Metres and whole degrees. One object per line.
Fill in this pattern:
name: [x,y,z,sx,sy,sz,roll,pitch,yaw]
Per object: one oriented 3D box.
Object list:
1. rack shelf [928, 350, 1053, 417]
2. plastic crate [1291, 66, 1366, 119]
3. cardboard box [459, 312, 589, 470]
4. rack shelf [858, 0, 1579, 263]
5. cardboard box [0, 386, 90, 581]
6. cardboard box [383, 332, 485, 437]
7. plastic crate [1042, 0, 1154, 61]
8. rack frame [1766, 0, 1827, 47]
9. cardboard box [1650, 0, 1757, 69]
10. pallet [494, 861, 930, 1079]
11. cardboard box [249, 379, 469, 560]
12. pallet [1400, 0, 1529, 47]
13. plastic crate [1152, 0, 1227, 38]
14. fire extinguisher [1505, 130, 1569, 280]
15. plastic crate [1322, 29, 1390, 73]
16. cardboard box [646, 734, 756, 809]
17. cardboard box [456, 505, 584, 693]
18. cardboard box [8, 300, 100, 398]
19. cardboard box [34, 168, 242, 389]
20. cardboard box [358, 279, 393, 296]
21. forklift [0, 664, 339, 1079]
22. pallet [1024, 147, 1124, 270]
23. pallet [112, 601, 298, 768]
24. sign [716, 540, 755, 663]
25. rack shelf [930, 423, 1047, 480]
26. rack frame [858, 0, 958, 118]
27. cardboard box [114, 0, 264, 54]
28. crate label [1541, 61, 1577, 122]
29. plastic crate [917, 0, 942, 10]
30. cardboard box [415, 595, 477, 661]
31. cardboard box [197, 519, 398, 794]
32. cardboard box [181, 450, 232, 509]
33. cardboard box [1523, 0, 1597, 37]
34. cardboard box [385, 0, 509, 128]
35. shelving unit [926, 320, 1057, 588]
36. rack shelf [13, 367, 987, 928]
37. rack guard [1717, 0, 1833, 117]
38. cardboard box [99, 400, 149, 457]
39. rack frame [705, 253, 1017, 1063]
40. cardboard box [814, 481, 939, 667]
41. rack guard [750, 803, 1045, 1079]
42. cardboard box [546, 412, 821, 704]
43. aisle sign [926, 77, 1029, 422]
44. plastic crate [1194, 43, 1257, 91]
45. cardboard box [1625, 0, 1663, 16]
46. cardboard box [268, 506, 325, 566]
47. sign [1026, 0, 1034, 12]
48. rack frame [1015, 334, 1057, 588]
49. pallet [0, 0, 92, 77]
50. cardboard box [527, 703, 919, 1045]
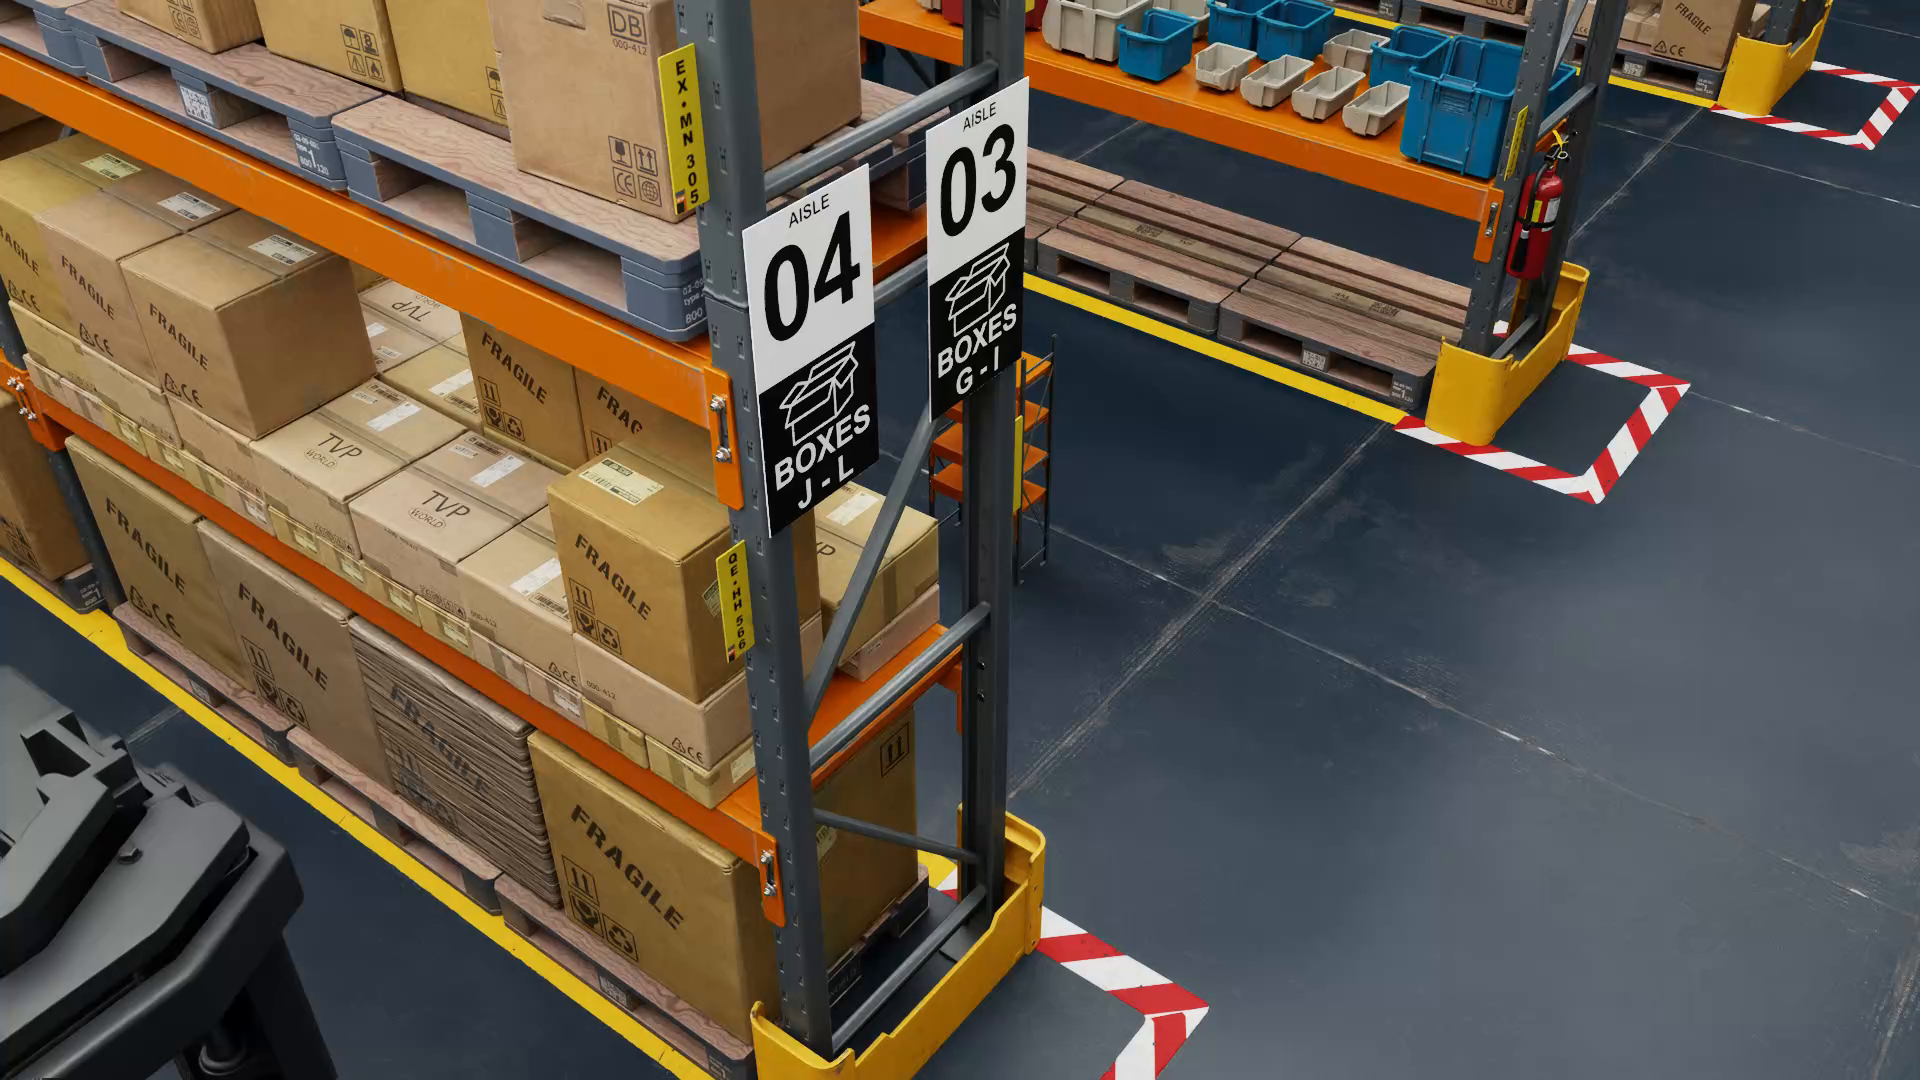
rack shelf: [0.131,-0.720,7.059,0.480,0.148,0.258,25,45,29]
plastic crate: [1.835,-2.239,8.342,0.243,0.136,0.396,25,45,29]
cardboard box: [-1.224,-0.605,5.362,0.500,0.500,0.500,24,44,27]
rack shelf: [1.226,-2.453,9.033,4.000,0.370,1.077,25,45,29]
cardboard box: [-3.893,-0.619,7.490,0.875,0.875,1.225,25,45,29]
cardboard box: [-1.644,-0.506,5.844,0.500,0.250,0.500,24,44,28]
plastic crate: [0.738,-2.800,8.941,0.530,0.282,0.437,25,45,29]
rack frame: [5.826,-4.411,10.951,0.127,3.000,1.000,25,45,29]
cardboard box: [5.245,-3.683,11.692,0.500,0.500,0.500,25,45,29]
pallet: [-0.878,1.275,5.950,1.213,0.211,1.003,25,45,29]
cardboard box: [-1.964,-0.245,5.510,0.500,0.250,0.500,25,45,29]
pallet: [4.167,-4.097,12.812,1.213,0.211,1.003,25,45,29]
plastic crate: [1.203,-2.900,9.186,0.466,0.136,0.293,25,45,29]
fire extinguisher: [2.658,-1.531,7.637,0.183,0.674,0.296,25,45,29]
plastic crate: [2.075,-2.575,8.771,0.298,0.136,0.250,25,45,29]
cardboard box: [-0.678,0.565,4.799,0.250,0.149,0.380,26,45,29]
cardboard box: [-1.144,0.138,5.021,0.500,0.250,0.500,24,44,28]
cardboard box: [-3.158,-0.814,6.237,0.500,0.250,0.500,24,44,28]
cardboard box: [-2.761,-0.920,5.764,0.500,0.500,0.500,25,45,29]
cardboard box: [-2.449,-0.889,6.332,0.500,0.250,0.500,27,45,30]
forklift: [-1.918,1.484,3.477,3.031,2.935,1.130,24,44,28]
pallet: [0.245,-2.131,10.300,1.213,0.211,1.003,25,45,29]
pallet: [-2.816,0.361,7.117,1.213,0.211,1.003,25,45,29]
sign: [-0.536,0.149,3.994,0.005,0.325,0.100,25,45,29]
rack shelf: [0.131,-0.357,7.342,0.480,0.148,0.258,25,45,29]
rack frame: [-0.363,-3.485,9.768,0.127,3.000,1.000,25,45,29]
cardboard box: [-1.961,-1.753,4.619,0.500,0.500,0.700,27,46,30]
crate label: [2.818,-2.198,8.212,0.303,0.233,0.416,25,45,29]
plastic crate: [-0.080,-3.161,9.519,0.243,0.136,0.396,25,45,29]
cardboard box: [-1.490,0.183,5.287,0.250,0.149,0.380,24,44,28]
cardboard box: [-2.182,0.235,6.400,0.875,0.875,0.875,25,45,29]
cardboard box: [-2.508,-0.297,5.900,0.250,0.149,0.380,25,44,28]
cardboard box: [4.508,-3.955,12.242,0.500,0.250,0.500,25,45,29]
cardboard box: [-1.014,-1.425,4.201,0.500,0.500,0.700,24,44,27]
shelving unit: [0.131,-0.410,7.301,0.503,1.200,0.258,25,45,29]
rack shelf: [-1.784,-0.028,5.936,4.000,0.370,1.077,25,45,29]
rack guard: [5.766,-3.455,11.758,0.348,0.500,1.175,25,45,29]
cardboard box: [-2.921,-0.491,6.147,0.250,0.149,0.380,27,45,30]
rack frame: [-0.195,0.438,4.757,0.127,3.000,1.000,25,45,29]
cardboard box: [-0.412,0.068,5.110,0.500,0.250,0.500,24,44,27]
rack guard: [-0.176,1.431,5.516,0.348,0.500,1.175,25,45,29]
cardboard box: [-0.742,0.031,4.549,0.500,0.500,0.500,26,45,29]
aisle sign: [0.044,-0.705,4.109,0.004,0.787,0.394,25,45,29]
plastic crate: [1.352,-2.433,8.590,0.250,0.136,0.298,25,45,29]
cardboard box: [5.170,-4.032,12.340,0.500,0.250,0.500,25,45,29]
cardboard box: [-2.100,-0.104,5.654,0.250,0.149,0.380,24,44,27]
sign: [0.147,-1.388,3.883,0.005,0.325,0.100,25,45,29]
rack frame: [0.325,-0.319,7.184,0.015,1.200,0.240,25,45,29]
pallet: [-2.729,-1.895,5.375,1.213,0.211,1.003,25,45,29]
cardboard box: [-0.752,0.909,5.539,0.875,0.875,0.875,25,45,29]
